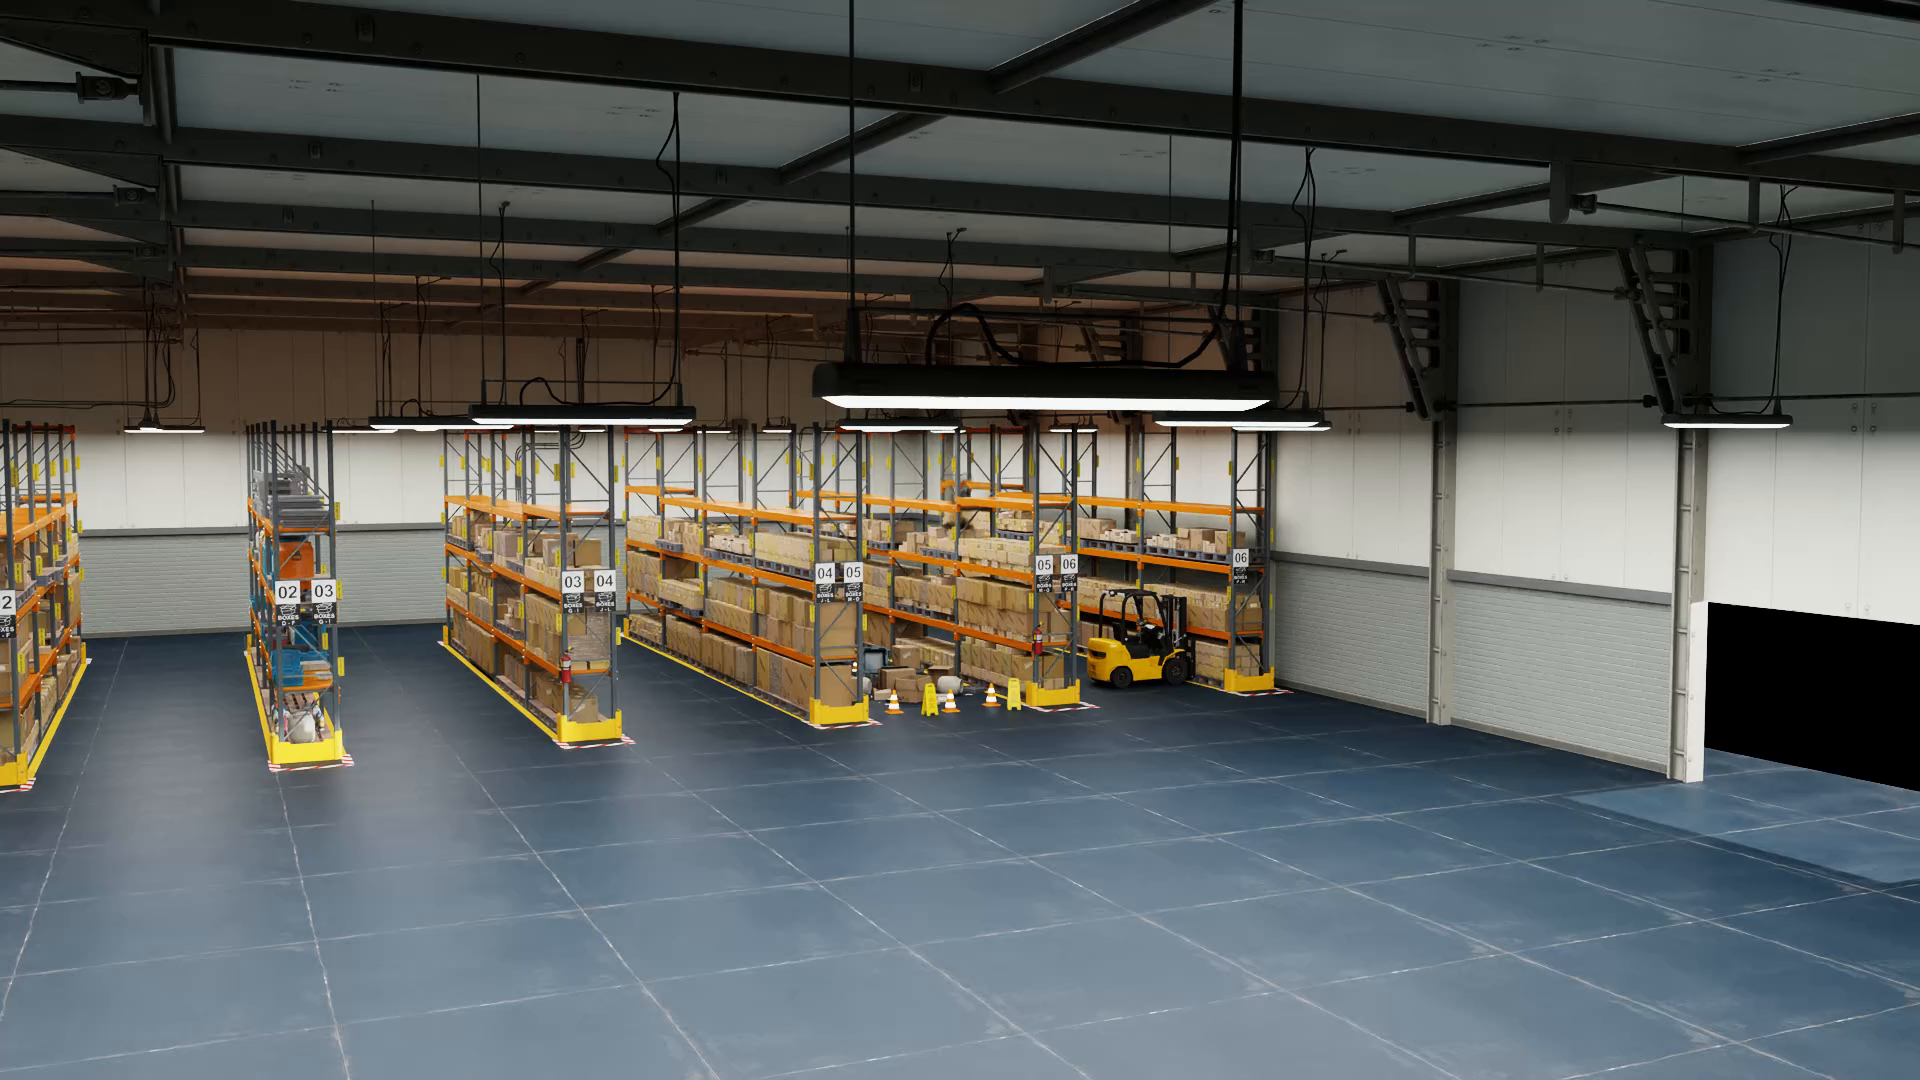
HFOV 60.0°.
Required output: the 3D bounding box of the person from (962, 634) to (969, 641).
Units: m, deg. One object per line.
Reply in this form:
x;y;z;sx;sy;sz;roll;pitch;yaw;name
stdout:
0.261;2.239;42.668;0.703;1.685;0.701;-2;4;-27;person
